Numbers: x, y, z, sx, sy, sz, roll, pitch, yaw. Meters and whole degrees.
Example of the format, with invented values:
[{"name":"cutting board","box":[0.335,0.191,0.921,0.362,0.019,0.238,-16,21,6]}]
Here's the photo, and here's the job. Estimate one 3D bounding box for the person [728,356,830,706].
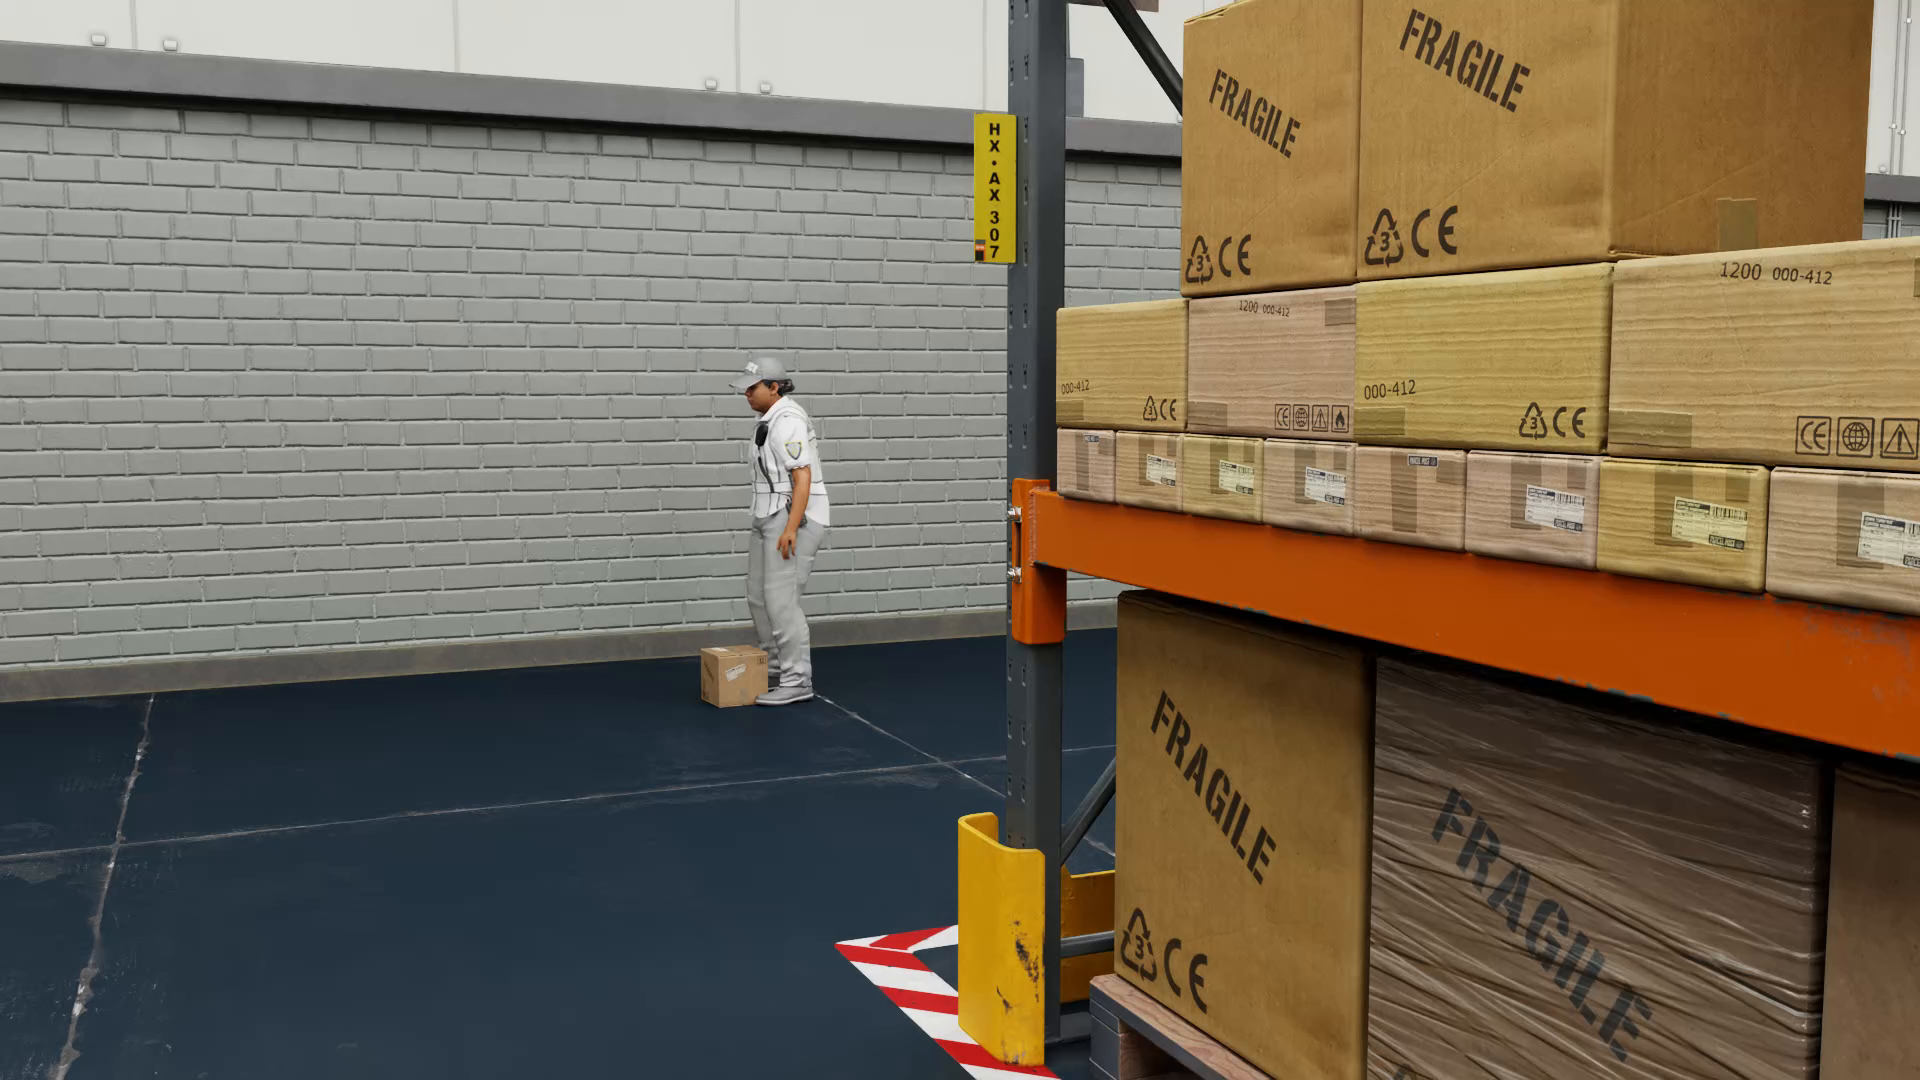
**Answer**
[{"name":"person","box":[-0.890,-0.057,8.064,0.470,1.665,0.537,-2,6,-24]}]
